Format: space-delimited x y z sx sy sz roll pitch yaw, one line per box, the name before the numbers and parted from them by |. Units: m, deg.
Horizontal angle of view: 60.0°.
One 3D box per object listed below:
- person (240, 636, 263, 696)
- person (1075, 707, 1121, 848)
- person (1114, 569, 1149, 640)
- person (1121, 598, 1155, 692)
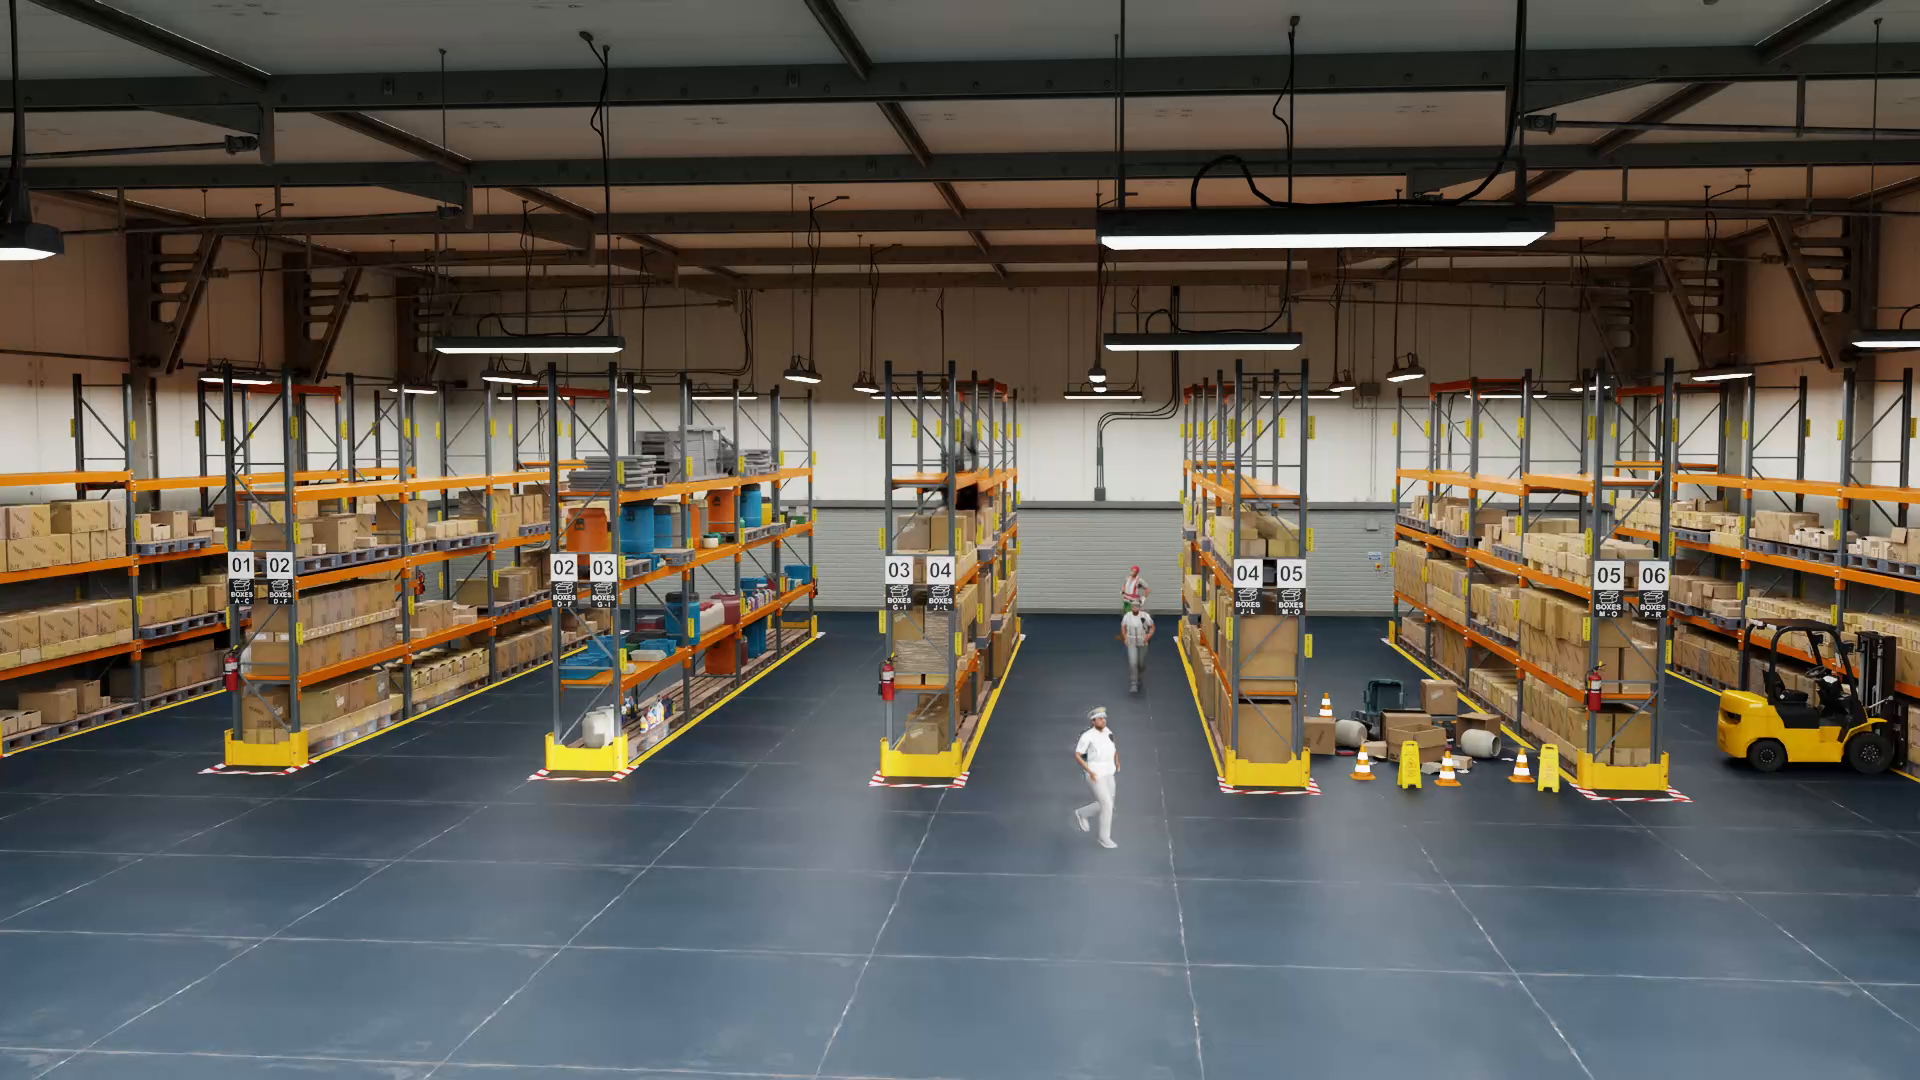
person | -11.958 2.355 28.104 0.605 1.620 0.569 0 4 4
person | 1.662 2.850 20.186 0.576 1.692 0.693 -3 5 -39
person | 4.094 1.518 39.769 0.712 1.729 0.848 4 5 44
person | 3.447 2.008 32.244 0.661 1.790 0.805 1 4 8
